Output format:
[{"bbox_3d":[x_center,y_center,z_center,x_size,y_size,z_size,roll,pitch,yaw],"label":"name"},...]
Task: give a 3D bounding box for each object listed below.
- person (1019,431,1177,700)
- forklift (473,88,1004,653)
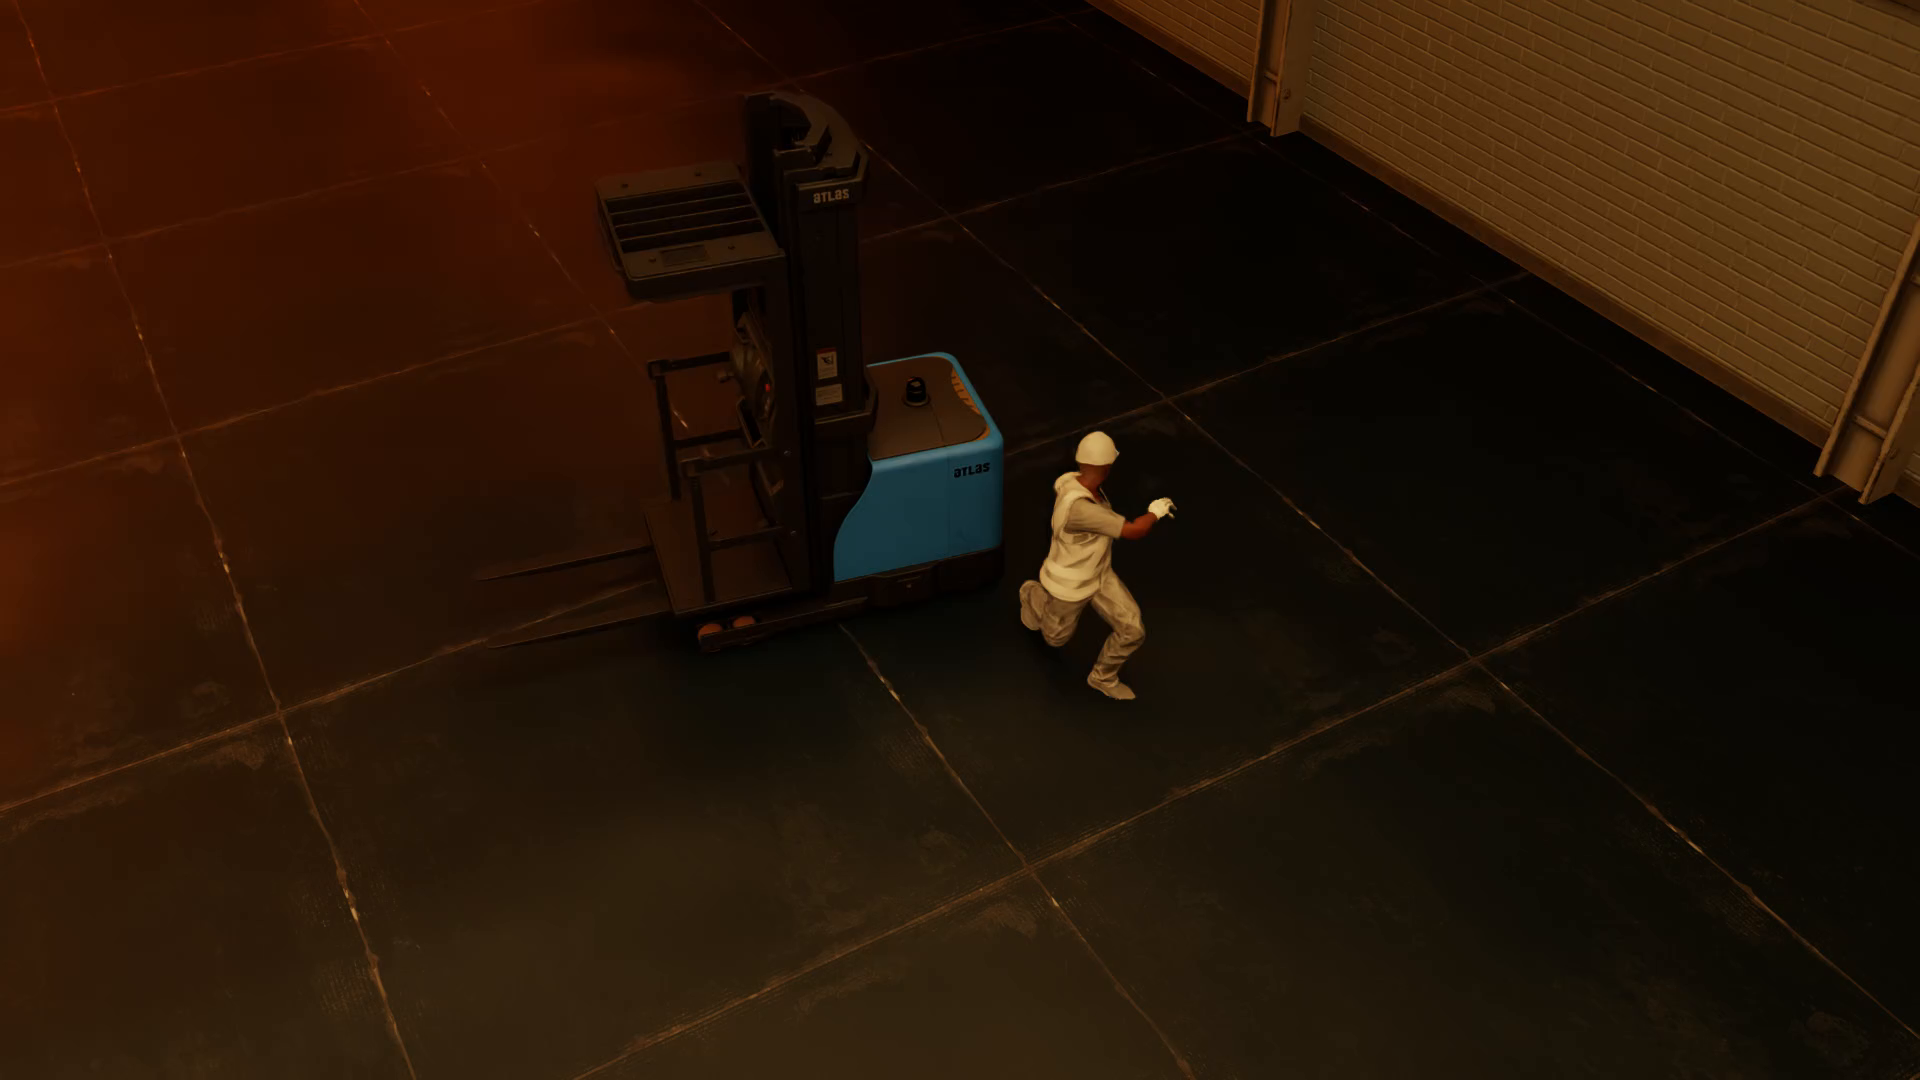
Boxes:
[{"bbox_3d":[0.722,0.058,9.123,0.961,1.544,0.761,30,48,31],"label":"person"},{"bbox_3d":[-1.311,-0.864,9.078,3.031,2.935,1.130,-12,41,-14],"label":"forklift"}]
